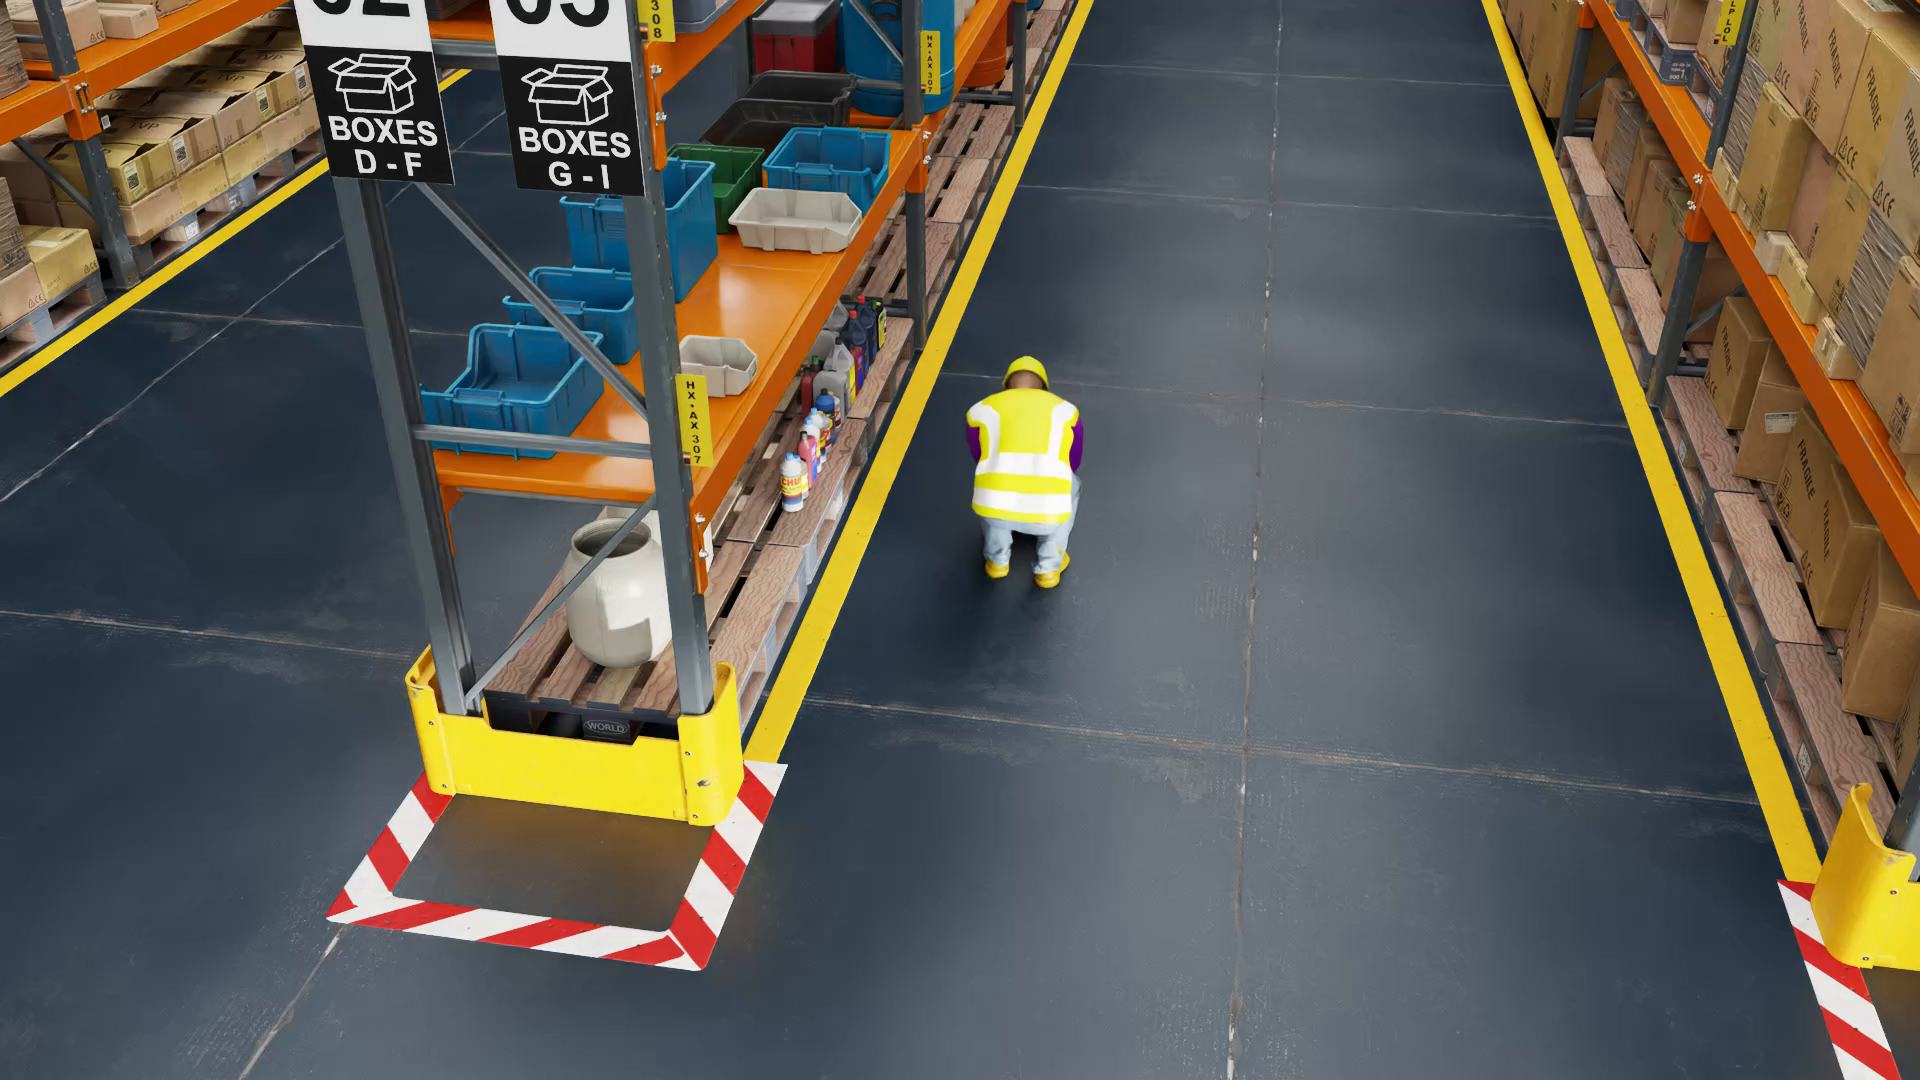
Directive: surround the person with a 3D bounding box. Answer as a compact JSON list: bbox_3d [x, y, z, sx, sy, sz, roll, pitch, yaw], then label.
[{"bbox_3d":[0.277,-0.266,7.513,0.541,0.878,0.937,5,33,7],"label":"person"}]
